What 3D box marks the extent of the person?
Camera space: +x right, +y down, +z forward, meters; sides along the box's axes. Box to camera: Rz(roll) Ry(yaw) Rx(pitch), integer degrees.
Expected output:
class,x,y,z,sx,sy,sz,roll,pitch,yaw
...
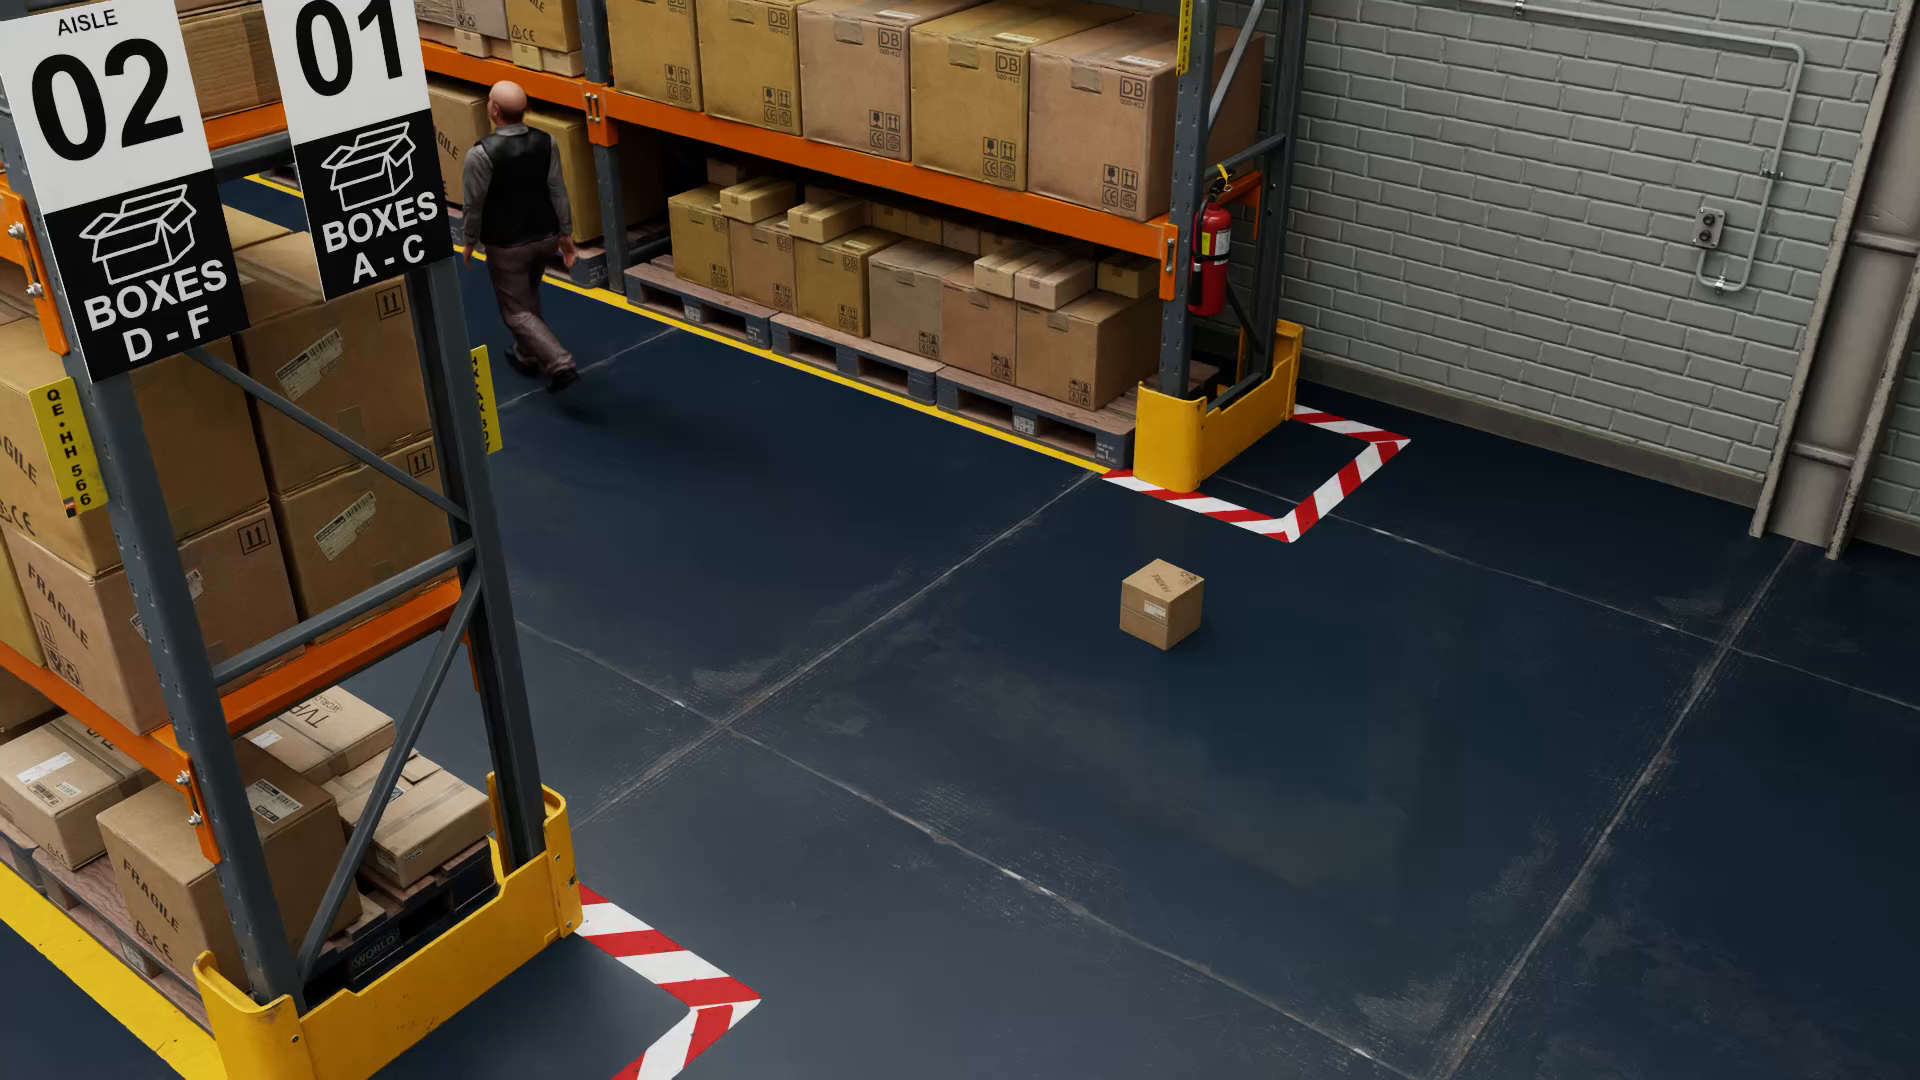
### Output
class,x,y,z,sx,sy,sz,roll,pitch,yaw
person,-2.336,-1.582,8.821,0.923,1.691,0.551,26,39,36
